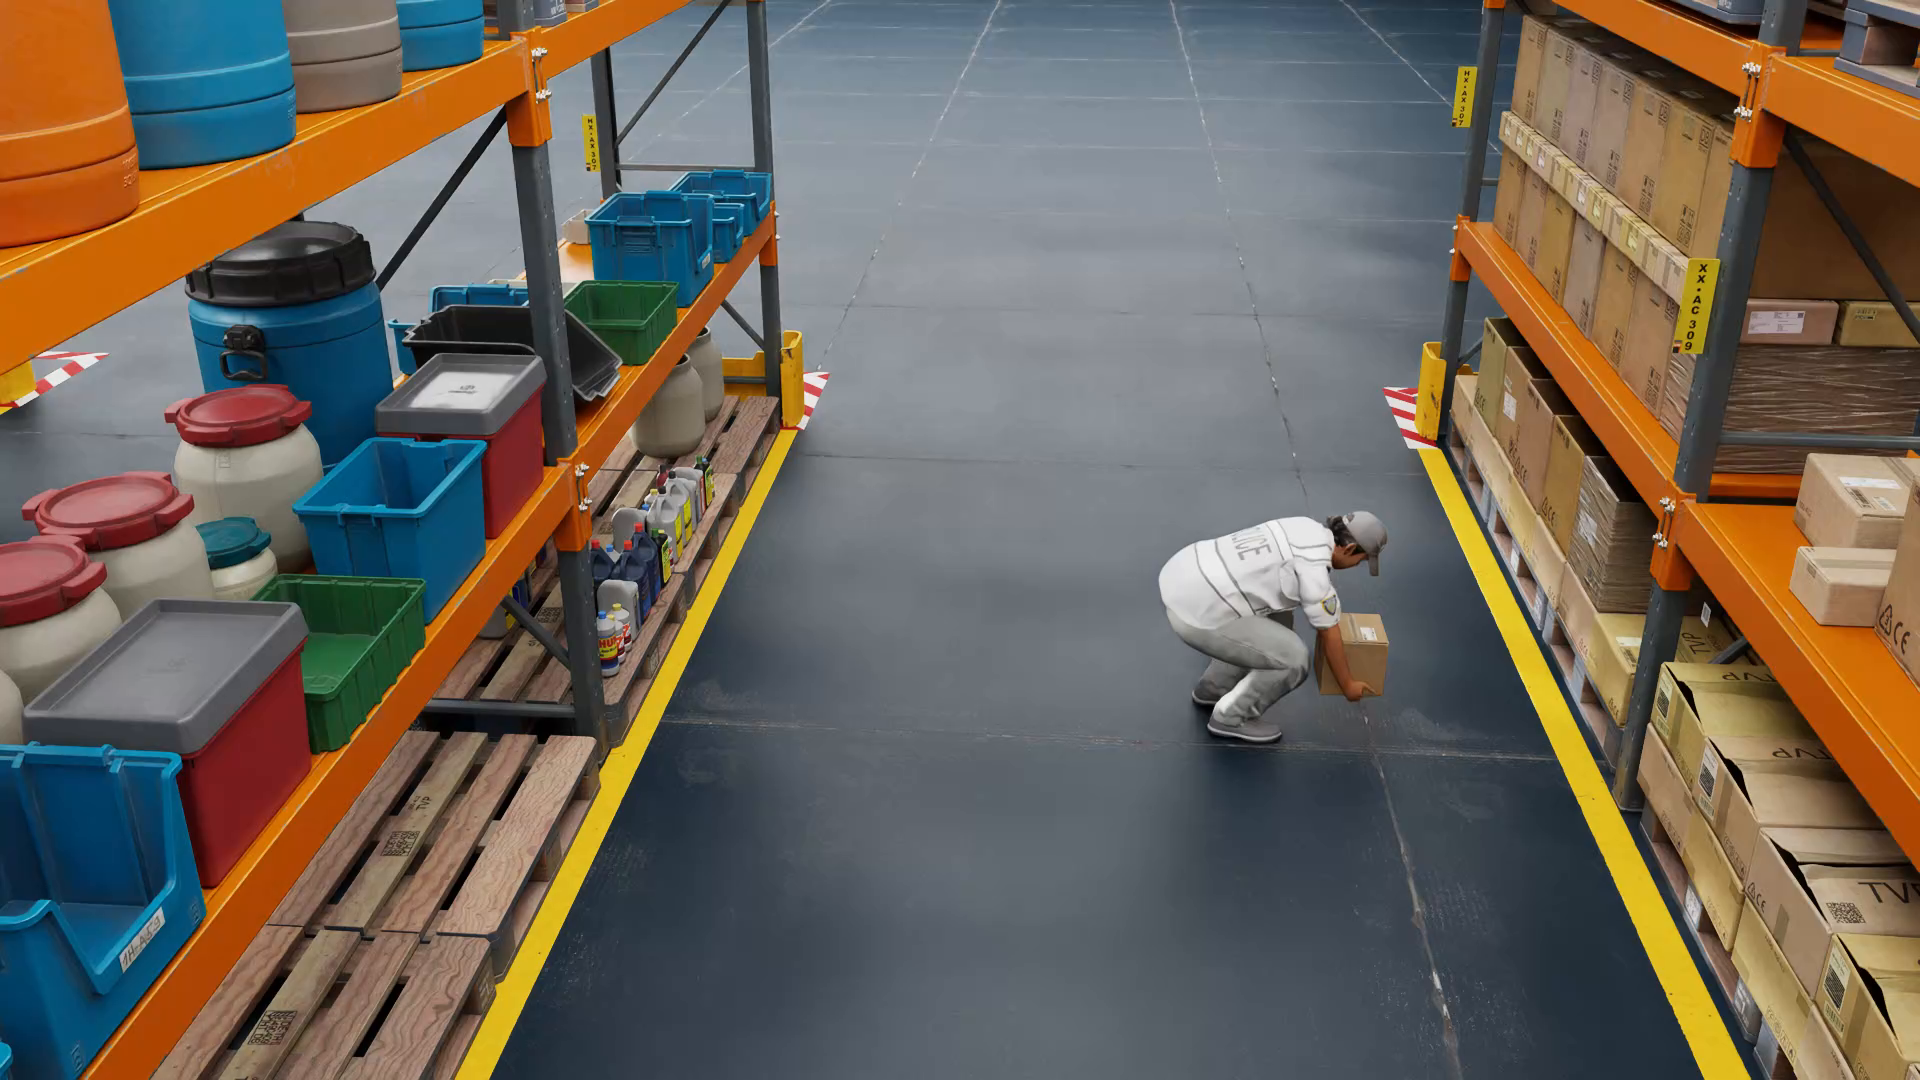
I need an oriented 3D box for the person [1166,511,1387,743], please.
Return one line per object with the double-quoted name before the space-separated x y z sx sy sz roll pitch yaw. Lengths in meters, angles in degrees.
"person" 1.299 0.327 6.768 0.801 0.943 0.507 1 25 2
